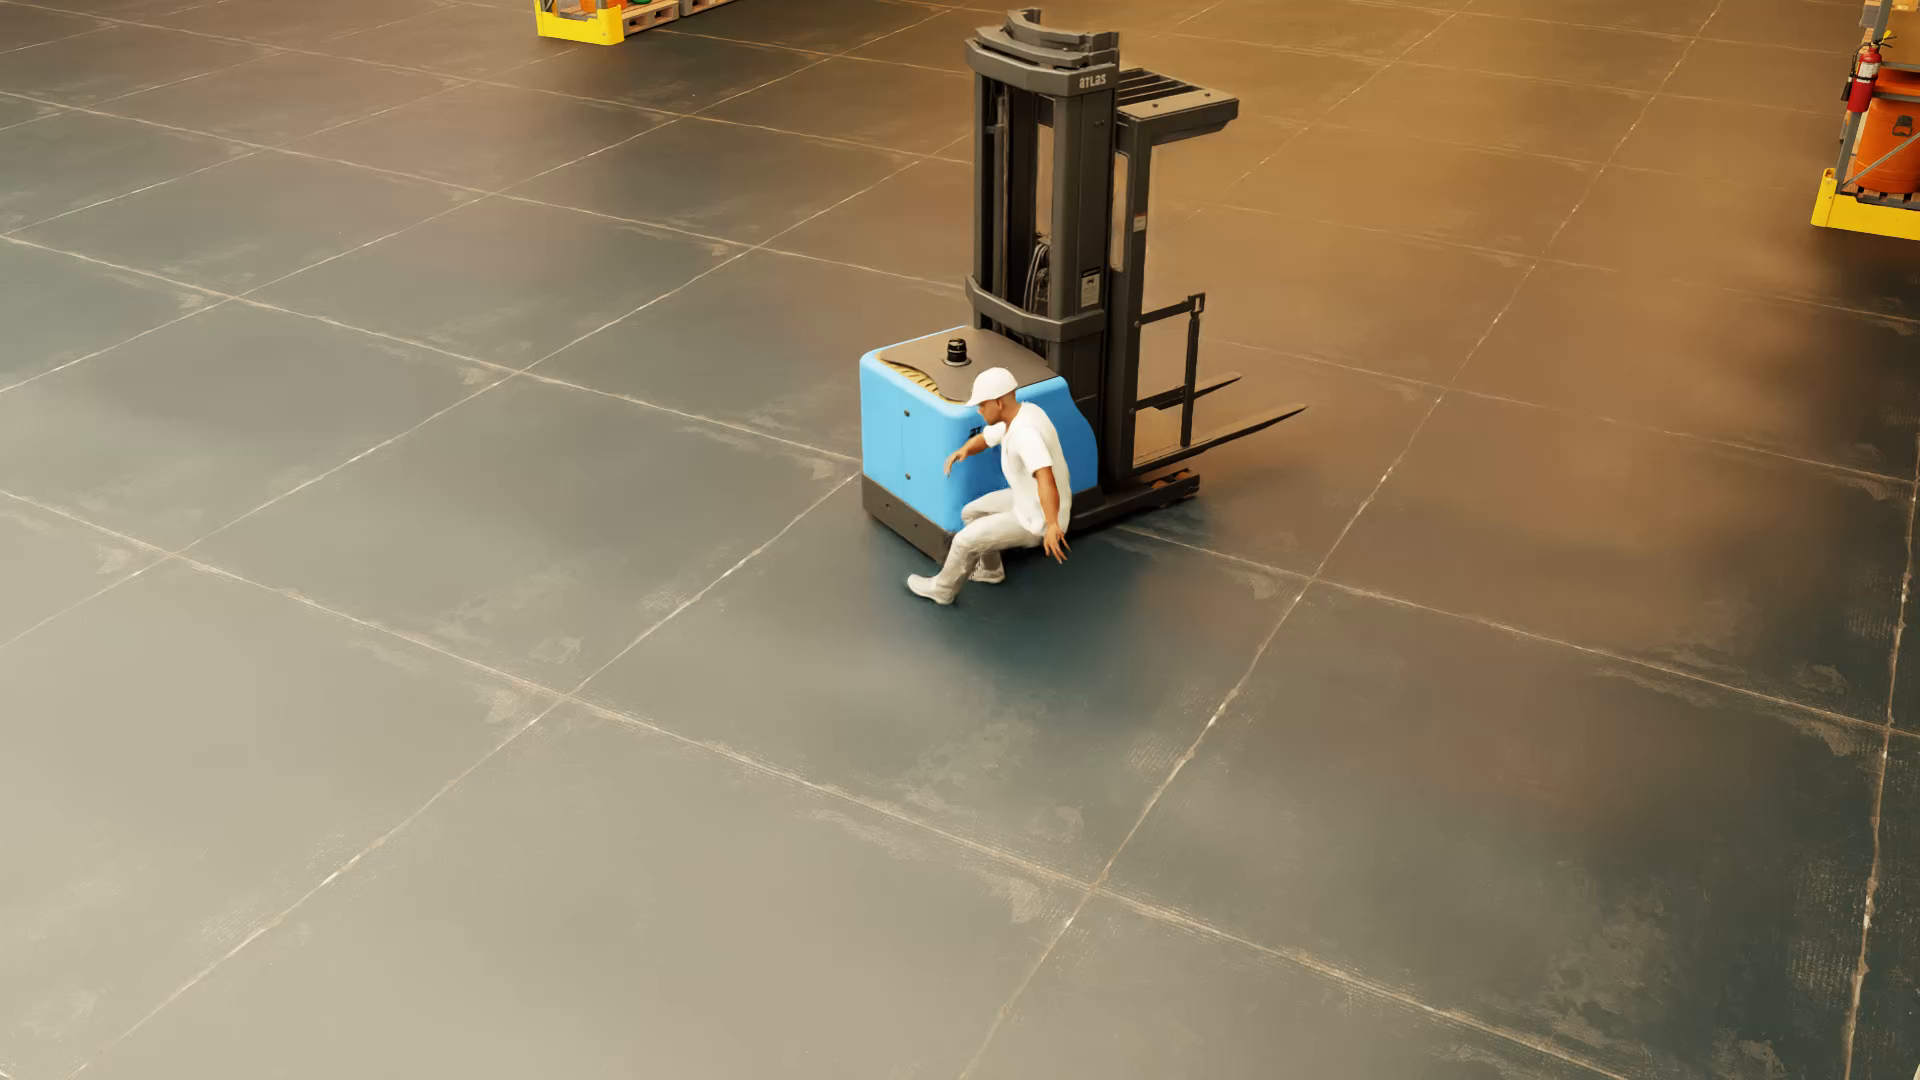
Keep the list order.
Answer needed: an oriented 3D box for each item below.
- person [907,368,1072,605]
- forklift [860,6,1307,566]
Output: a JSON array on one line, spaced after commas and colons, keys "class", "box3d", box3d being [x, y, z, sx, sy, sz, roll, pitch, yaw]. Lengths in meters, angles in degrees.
[{"class": "person", "box3d": [0.141, -0.158, 8.882, 0.949, 1.489, 1.100, 3, 30, 5]}, {"class": "forklift", "box3d": [0.892, -1.667, 9.958, 3.031, 2.935, 1.130, -20, 35, -30]}]
